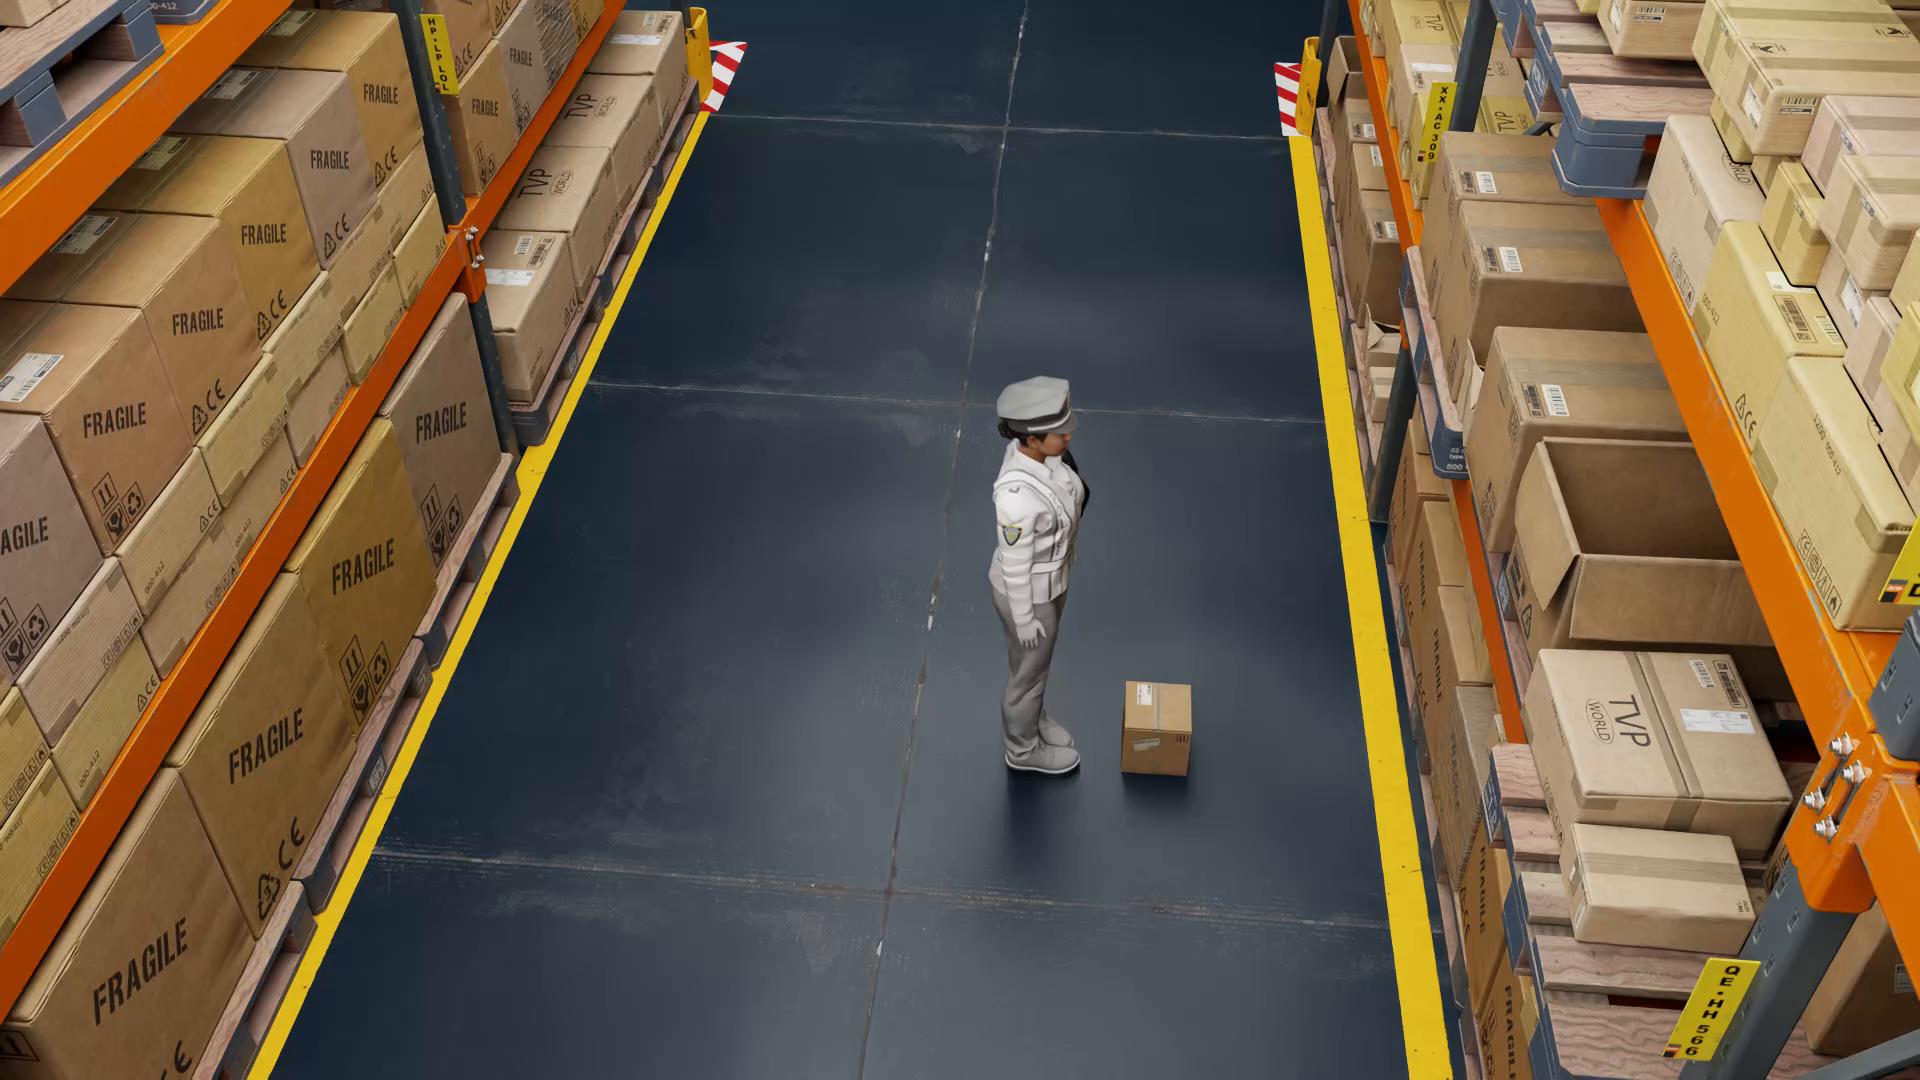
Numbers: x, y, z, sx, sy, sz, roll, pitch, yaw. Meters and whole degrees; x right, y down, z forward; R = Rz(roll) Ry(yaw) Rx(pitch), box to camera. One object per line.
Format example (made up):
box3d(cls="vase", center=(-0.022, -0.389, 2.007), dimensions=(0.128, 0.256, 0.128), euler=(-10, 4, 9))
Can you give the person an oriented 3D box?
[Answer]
box3d(cls="person", center=(-3.191, 1.427, 4.053), dimensions=(5.894, 2.202, 6.601), euler=(9, 41, 11))
